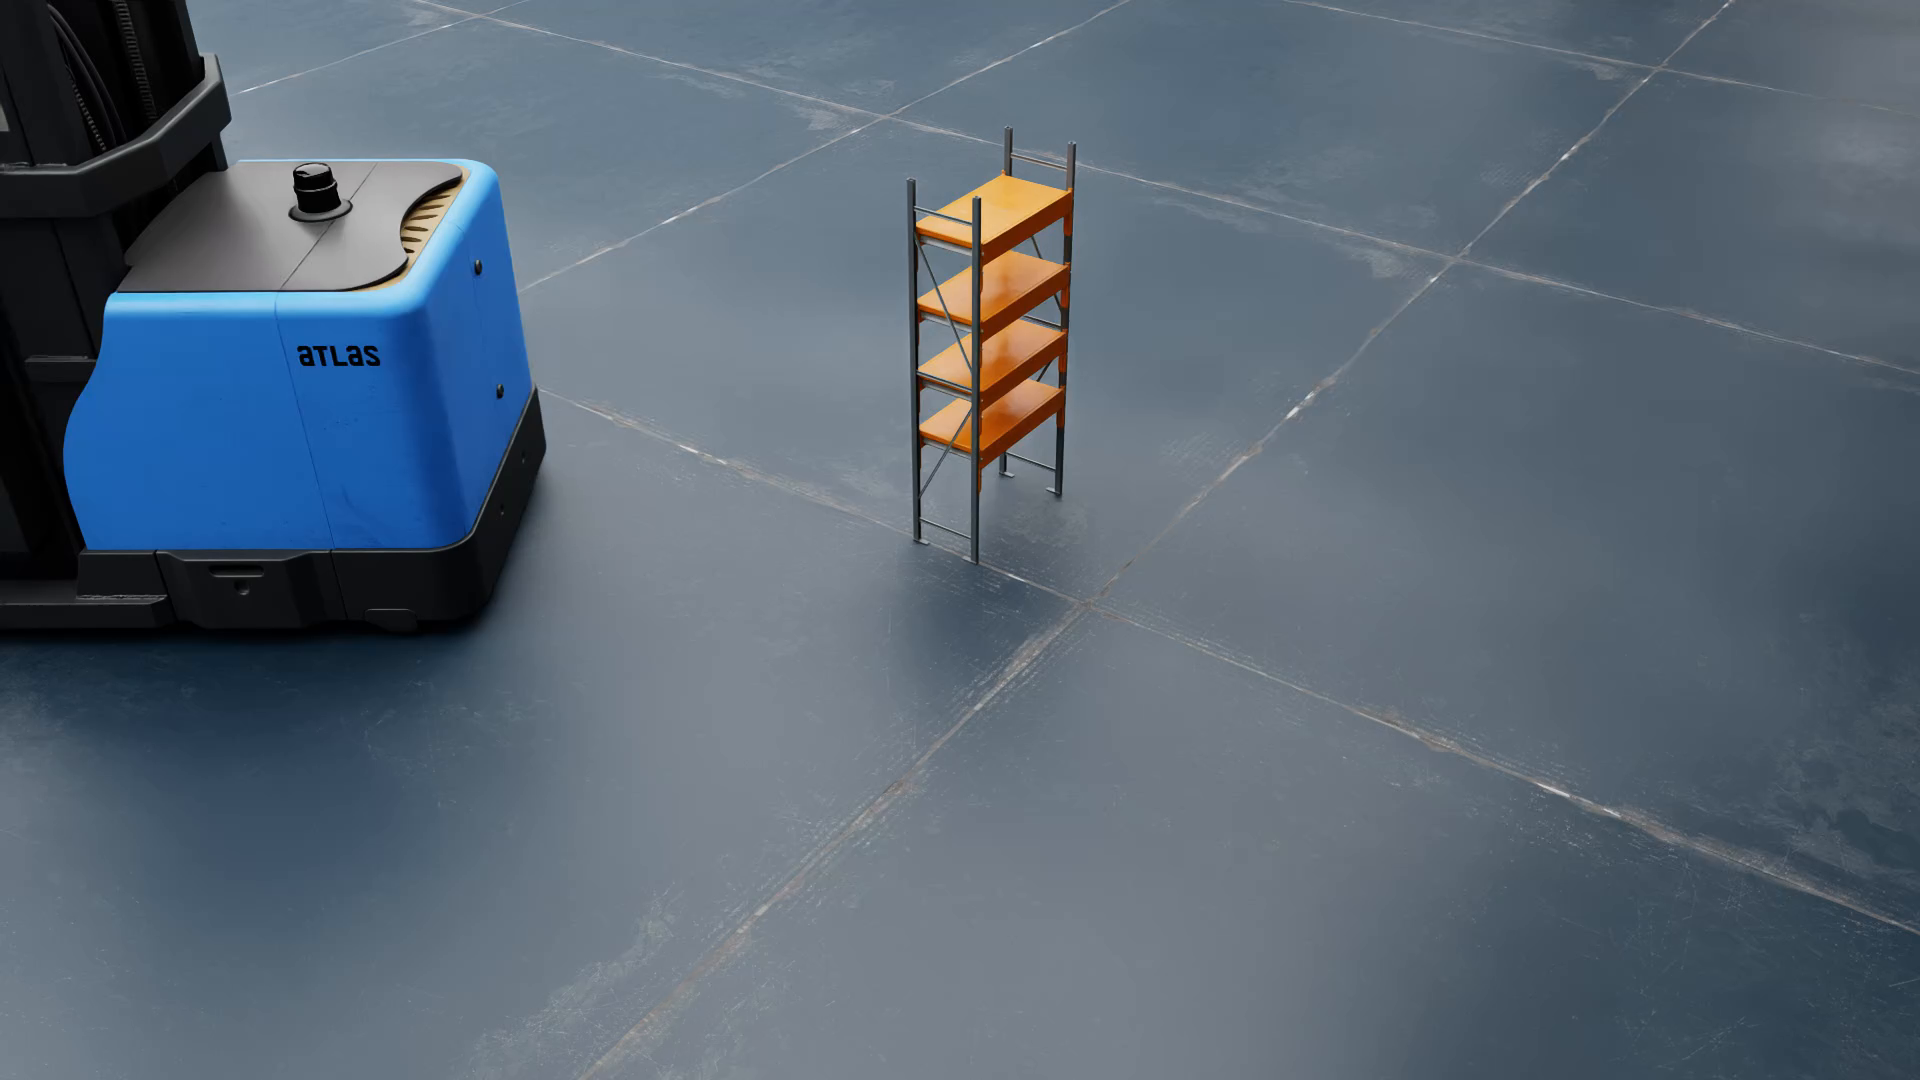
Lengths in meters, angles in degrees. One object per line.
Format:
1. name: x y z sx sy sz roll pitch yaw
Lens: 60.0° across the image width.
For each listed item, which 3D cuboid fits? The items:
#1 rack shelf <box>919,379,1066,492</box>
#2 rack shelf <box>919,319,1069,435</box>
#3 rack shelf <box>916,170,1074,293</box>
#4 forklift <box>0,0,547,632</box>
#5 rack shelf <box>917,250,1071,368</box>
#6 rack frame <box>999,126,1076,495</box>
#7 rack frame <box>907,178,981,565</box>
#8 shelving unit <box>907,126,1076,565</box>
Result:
1. rack shelf: 0.094 -0.353 5.175 0.258 0.148 0.480 21 39 28
2. rack shelf: 0.094 -0.517 5.064 0.258 0.148 0.480 21 39 28
3. rack shelf: 0.094 -0.899 4.806 0.258 0.148 0.480 21 39 28
4. forklift: -2.897 -1.213 4.427 3.031 2.935 1.130 0 34 0
5. rack shelf: 0.094 -0.703 4.939 0.258 0.148 0.480 21 39 28
6. rack frame: 0.233 -0.686 5.193 0.240 1.200 0.015 21 39 28
7. rack frame: -0.045 -0.461 4.861 0.240 1.200 0.015 21 39 28
8. shelving unit: 0.094 -0.573 5.027 0.258 1.200 0.503 21 39 28
